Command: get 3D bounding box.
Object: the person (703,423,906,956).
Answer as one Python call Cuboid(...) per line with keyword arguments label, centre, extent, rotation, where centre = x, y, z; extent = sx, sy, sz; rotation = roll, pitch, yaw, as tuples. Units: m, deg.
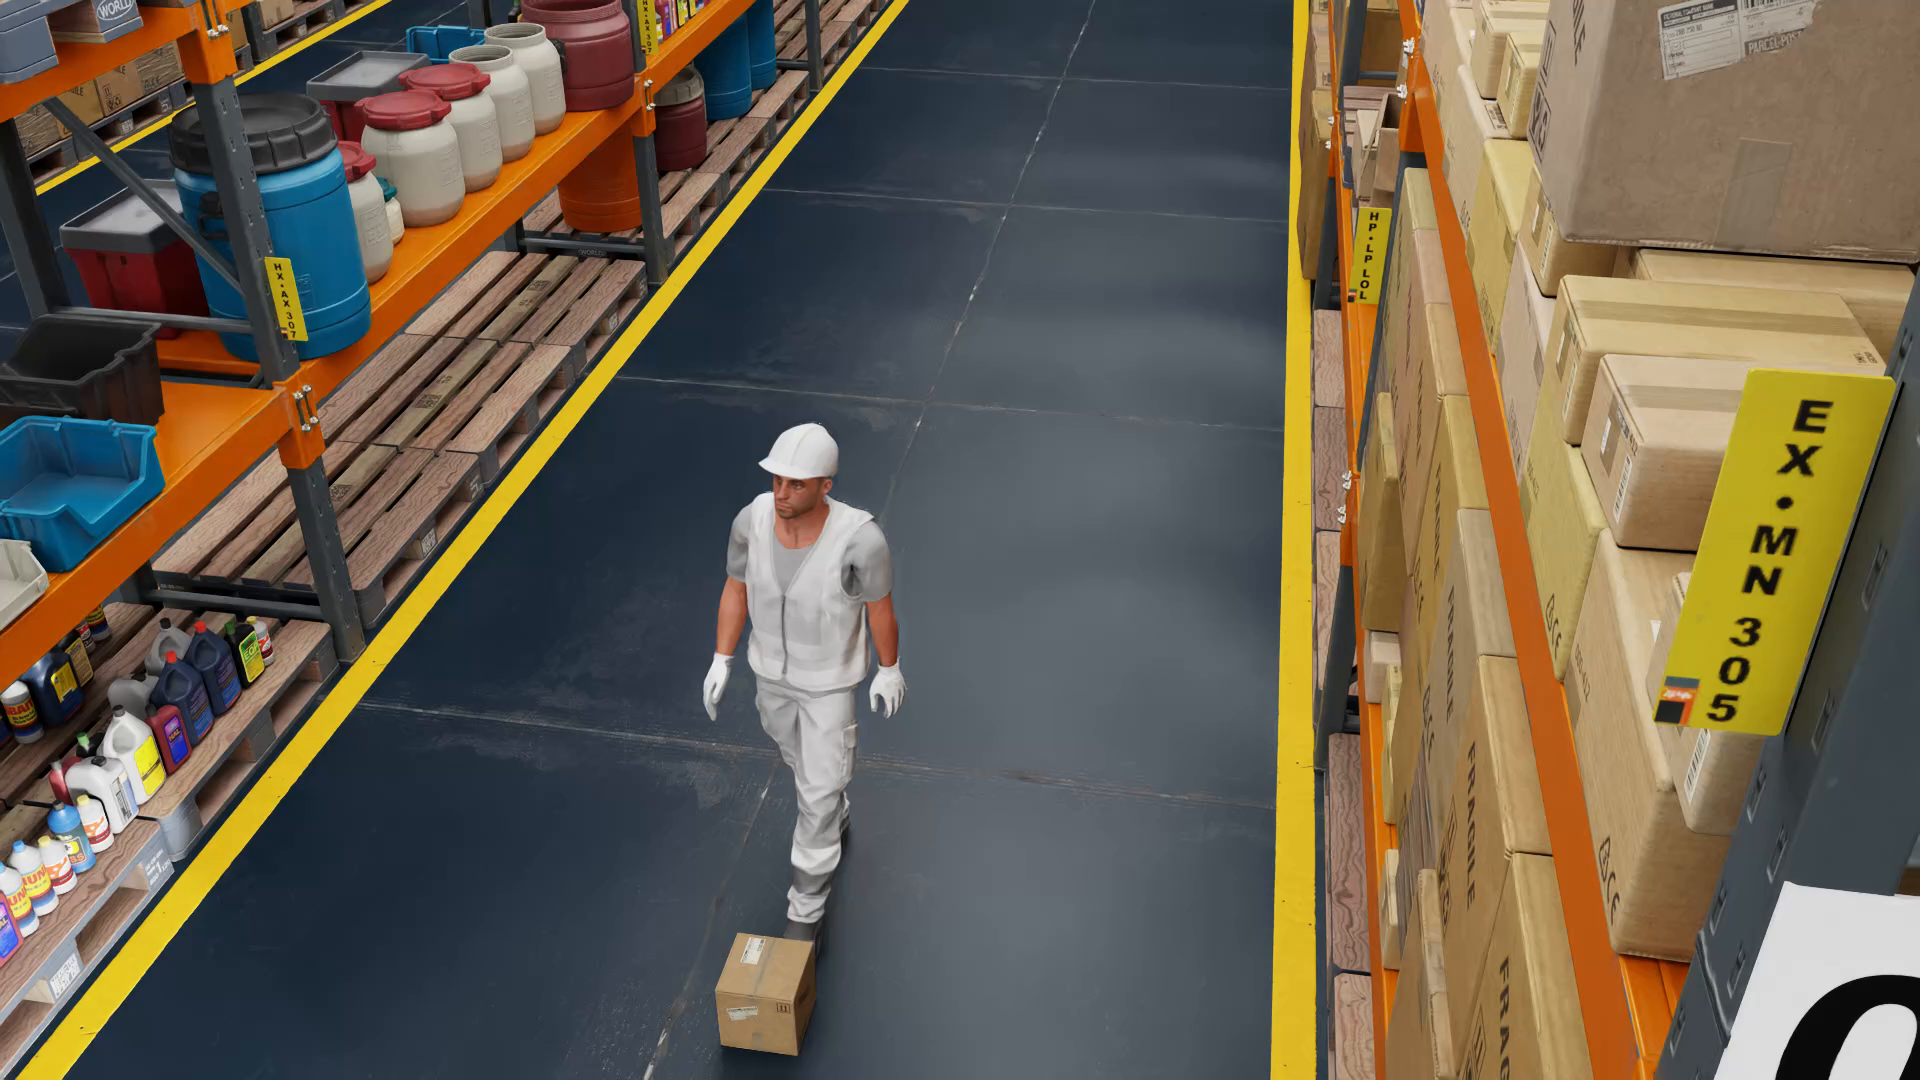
Cuboid(label="person", centre=(-0.543, 0.471, 5.310), extent=(0.580, 1.761, 0.791), rotation=(15, 35, 22))
